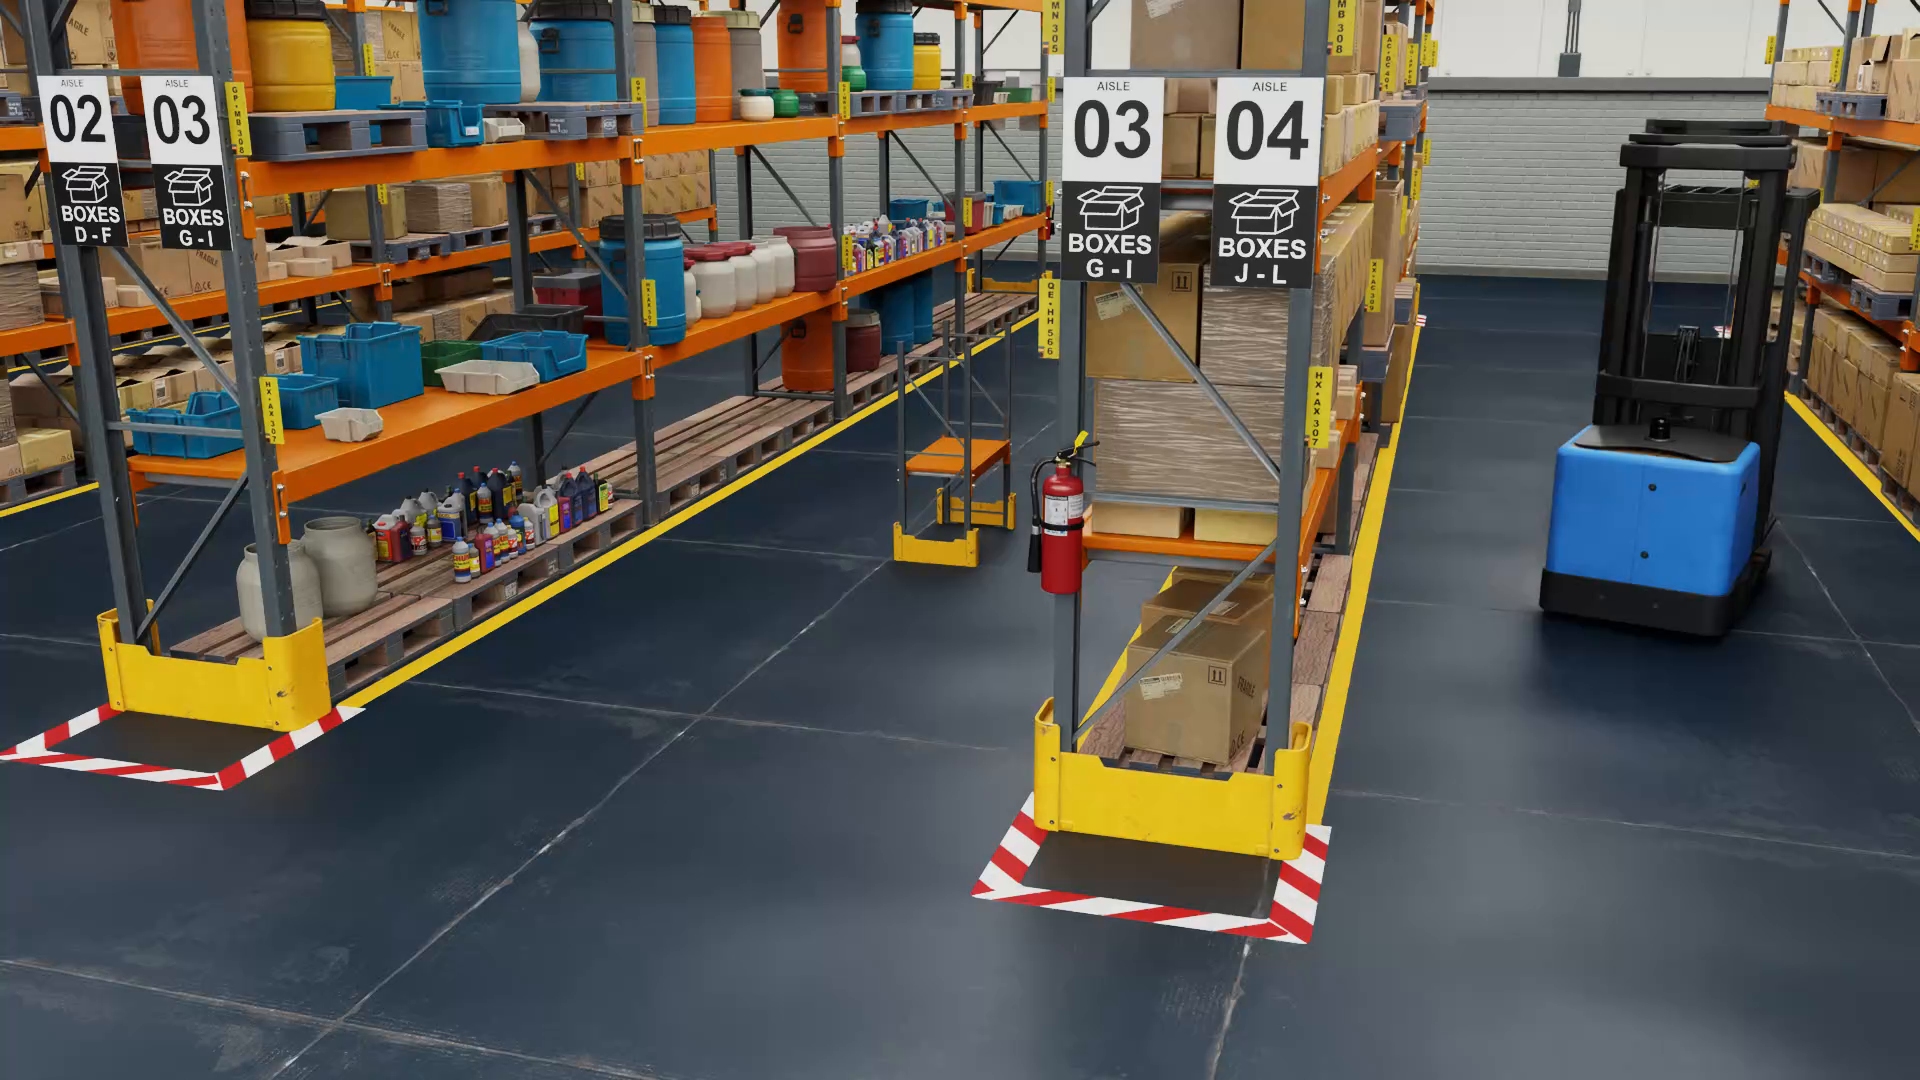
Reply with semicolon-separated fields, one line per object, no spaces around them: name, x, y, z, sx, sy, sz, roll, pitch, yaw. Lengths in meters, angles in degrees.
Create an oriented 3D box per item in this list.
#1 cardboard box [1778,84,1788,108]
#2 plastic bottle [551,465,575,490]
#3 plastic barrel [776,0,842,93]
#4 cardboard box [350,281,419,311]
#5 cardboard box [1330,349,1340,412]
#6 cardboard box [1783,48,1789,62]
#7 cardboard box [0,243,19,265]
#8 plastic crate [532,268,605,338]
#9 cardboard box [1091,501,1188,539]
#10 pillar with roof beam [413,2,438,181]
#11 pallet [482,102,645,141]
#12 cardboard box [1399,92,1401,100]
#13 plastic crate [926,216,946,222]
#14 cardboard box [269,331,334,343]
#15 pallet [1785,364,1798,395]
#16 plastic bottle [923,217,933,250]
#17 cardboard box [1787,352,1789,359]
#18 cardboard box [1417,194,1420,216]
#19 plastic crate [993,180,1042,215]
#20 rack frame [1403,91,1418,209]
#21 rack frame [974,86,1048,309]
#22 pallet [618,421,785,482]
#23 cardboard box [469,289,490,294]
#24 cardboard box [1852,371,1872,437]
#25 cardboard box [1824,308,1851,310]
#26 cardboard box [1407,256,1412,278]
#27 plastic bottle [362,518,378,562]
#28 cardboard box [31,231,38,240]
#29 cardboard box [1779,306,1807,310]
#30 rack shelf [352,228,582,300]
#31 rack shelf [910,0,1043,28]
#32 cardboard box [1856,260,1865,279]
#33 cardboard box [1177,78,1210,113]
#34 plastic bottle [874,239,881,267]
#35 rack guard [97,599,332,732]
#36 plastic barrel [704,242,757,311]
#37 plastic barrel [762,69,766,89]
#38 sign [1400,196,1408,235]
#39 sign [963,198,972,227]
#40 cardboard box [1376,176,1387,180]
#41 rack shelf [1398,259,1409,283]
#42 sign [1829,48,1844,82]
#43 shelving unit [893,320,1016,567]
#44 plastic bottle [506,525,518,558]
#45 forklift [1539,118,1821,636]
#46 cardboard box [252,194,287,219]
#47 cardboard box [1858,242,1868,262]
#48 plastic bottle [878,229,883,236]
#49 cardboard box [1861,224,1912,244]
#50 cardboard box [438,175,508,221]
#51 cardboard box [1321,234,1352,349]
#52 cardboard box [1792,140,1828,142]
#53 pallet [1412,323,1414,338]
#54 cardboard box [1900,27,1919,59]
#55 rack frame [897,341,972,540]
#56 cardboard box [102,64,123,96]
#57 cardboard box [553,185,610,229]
cardboard box;9.647;-5.062;18.958;0.500;0.250;0.500;5;17;18
plastic bottle;-2.757;-0.340;11.578;0.144;0.351;0.185;5;16;16
plastic barrel;-1.412;-4.629;15.597;0.600;0.830;0.708;5;16;16
cardboard box;-6.271;-2.662;18.116;0.500;0.250;0.500;5;17;18
cardboard box;1.628;-1.010;9.163;0.875;0.500;0.500;5;16;16
cardboard box;9.626;-5.532;18.967;0.380;0.149;0.250;5;16;16
cardboard box;-7.405;-2.175;12.629;0.380;0.149;0.250;4;16;15
plastic crate;-2.868;-1.763;12.432;0.402;0.464;0.583;5;16;16
cardboard box;0.783;-0.121;7.220;0.380;0.149;0.250;5;16;16
pillar with roof beam;-4.735;-8.816;26.419;9.100;9.000;0.400;5;16;16
pallet;-2.824;-2.738;10.835;1.213;0.211;1.003;5;16;16
cardboard box;3.145;-3.341;12.890;0.500;0.250;0.500;5;16;16
plastic crate;-0.378;-3.885;20.425;0.437;0.125;0.590;5;16;16
cardboard box;-6.378;-1.870;16.167;0.500;0.311;0.500;4;16;15
pallet;9.193;-1.717;17.496;1.003;0.211;1.213;5;16;16
plastic bottle;-0.386;-3.386;18.359;0.144;0.351;0.185;5;16;16
cardboard box;8.989;-1.975;17.751;0.380;0.149;0.250;4;16;14
cardboard box;5.563;-4.261;21.085;0.500;0.250;0.500;4;16;15
plastic crate;0.782;-4.665;22.606;0.616;0.435;0.499;5;16;16
rack frame;4.310;-3.291;17.935;1.000;3.000;0.127;5;16;16
rack frame;0.698;-4.722;22.979;1.000;3.000;0.127;5;16;16
pallet;-2.182;-0.769;14.155;1.003;0.211;1.213;5;16;16
cardboard box;-5.848;-2.691;19.595;0.500;0.500;0.500;5;17;17
cardboard box;7.987;-1.161;14.237;0.500;0.500;0.500;5;17;18
cardboard box;9.802;-2.478;18.432;0.380;0.149;0.250;5;17;16
cardboard box;4.830;-2.873;19.585;0.875;0.875;0.875;5;16;16
plastic bottle;-3.732;0.013;10.458;0.061;0.283;0.133;5;17;17
cardboard box;-10.679;-3.419;18.810;0.380;0.149;0.250;5;17;17
cardboard box;9.364;-2.513;18.558;0.380;0.149;0.250;5;16;16
rack shelf;-5.755;-3.191;18.900;1.077;0.370;4.000;5;16;16
rack shelf;0.129;-6.546;20.468;1.077;0.370;4.000;5;16;16
cardboard box;7.819;-2.276;14.049;0.380;0.149;0.250;4;16;15
cardboard box;0.866;-1.870;6.973;0.380;0.149;0.250;4;16;14
plastic bottle;-0.849;-2.899;16.790;0.097;0.271;0.097;0;16;0
rack guard;-3.873;0.643;8.645;1.175;0.500;0.348;5;16;16
plastic barrel;-1.899;-2.186;13.790;0.433;0.535;0.433;0;16;0
plastic barrel;-1.958;-4.068;14.973;0.421;0.512;0.421;0;16;0
sign;3.696;-2.724;13.959;0.100;0.325;0.005;5;16;16
sign;0.088;-3.765;19.099;0.100;0.325;0.005;5;16;16
cardboard box;3.396;-2.965;14.765;0.797;0.503;0.637;5;17;18
rack shelf;3.741;-2.422;16.189;1.077;0.370;4.000;5;16;16
sign;8.514;-4.612;16.147;0.100;0.325;0.005;5;16;16
shelving unit;-0.022;-0.702;11.554;0.587;1.500;1.083;5;16;16
plastic bottle;-2.881;0.007;10.630;0.097;0.201;0.097;0;16;0
forklift;4.741;-1.200;10.687;1.130;2.935;3.031;10;18;31
cardboard box;-9.768;-4.728;22.453;0.980;0.700;0.700;5;17;17
cardboard box;7.822;-2.427;14.034;0.380;0.149;0.250;5;16;16
plastic bottle;-0.915;-3.387;18.639;0.097;0.201;0.097;0;16;0
cardboard box;7.820;-2.569;13.990;0.380;0.149;0.250;5;17;18
cardboard box;-5.671;-4.019;19.549;0.700;0.500;0.500;7;17;25
cardboard box;1.607;-1.208;8.030;0.500;0.500;0.500;5;16;16
cardboard box;9.485;-4.235;18.702;0.500;0.500;0.500;4;16;15
pallet;4.946;-2.463;20.125;1.003;0.211;1.213;5;16;16
cardboard box;8.111;-4.157;13.905;0.396;0.266;0.258;5;16;16
rack frame;-0.169;-0.566;11.077;0.500;1.500;0.032;5;16;16
cardboard box;-7.123;-3.845;13.895;0.500;0.250;0.500;3;16;10
cardboard box;-4.781;-4.221;21.029;0.500;0.500;0.500;5;17;17
